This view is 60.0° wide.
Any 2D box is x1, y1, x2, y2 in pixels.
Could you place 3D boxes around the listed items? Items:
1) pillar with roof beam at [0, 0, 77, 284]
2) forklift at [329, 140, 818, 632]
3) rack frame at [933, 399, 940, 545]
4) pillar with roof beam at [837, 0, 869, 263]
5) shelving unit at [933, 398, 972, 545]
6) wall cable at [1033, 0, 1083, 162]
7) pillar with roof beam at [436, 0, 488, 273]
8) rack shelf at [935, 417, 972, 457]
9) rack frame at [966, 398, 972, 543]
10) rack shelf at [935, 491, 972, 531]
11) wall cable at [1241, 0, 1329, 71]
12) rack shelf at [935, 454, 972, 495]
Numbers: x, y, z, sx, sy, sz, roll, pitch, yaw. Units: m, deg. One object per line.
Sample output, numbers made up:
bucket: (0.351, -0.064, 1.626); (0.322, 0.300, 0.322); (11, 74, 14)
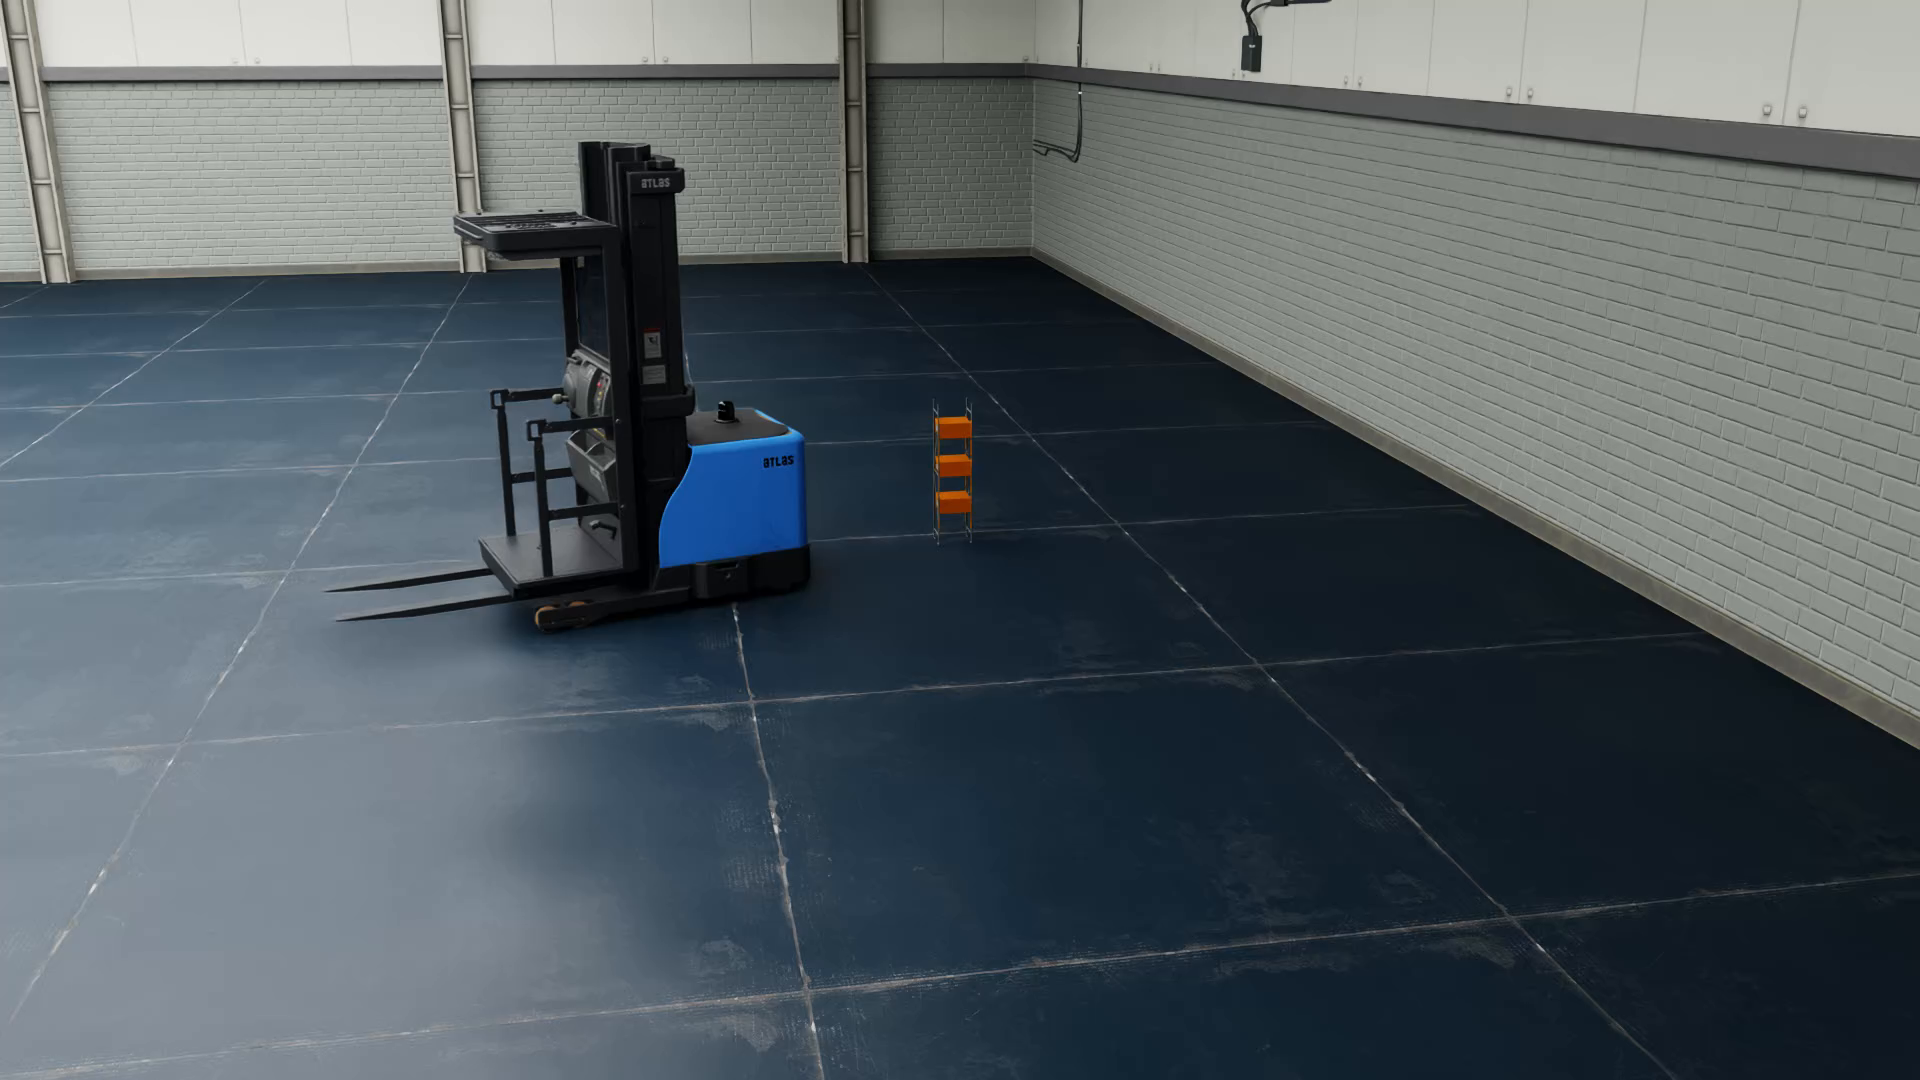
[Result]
pillar with roof beam: (-12.668, -6.930, 19.549); (0.400, 9.000, 9.100); (-3, 17, -10)
forklift: (-2.513, -1.003, 10.586); (3.031, 2.935, 1.130); (-9, 19, -26)
rack frame: (-0.172, -0.492, 12.126); (0.008, 1.050, 0.200); (-3, 17, -10)
pillar with roof beam: (-0.886, -7.599, 21.725); (0.400, 9.000, 9.100); (-3, 17, -10)
shelving unit: (-0.053, -0.499, 12.148); (0.252, 1.050, 0.215); (-3, 17, -10)
wall cable: (1.440, -7.138, 25.515); (0.112, 2.526, 3.097); (-3, 17, -10)
pillar with roof beam: (-6.777, -7.265, 20.637); (0.400, 9.000, 9.100); (-3, 17, -10)
rack shelf: (-0.053, -0.760, 12.068); (0.240, 0.259, 0.215); (-3, 17, -10)
rack frame: (0.067, -0.506, 12.170); (0.008, 1.050, 0.200); (-3, 17, -10)
rack shelf: (-0.053, -0.223, 12.233); (0.240, 0.259, 0.215); (-3, 17, -10)
wall cable: (3.226, -7.511, 15.646); (0.169, 6.003, 2.305); (-3, 17, -10)
rack shelf: (-0.053, -0.489, 12.151); (0.240, 0.259, 0.215); (-3, 17, -10)
